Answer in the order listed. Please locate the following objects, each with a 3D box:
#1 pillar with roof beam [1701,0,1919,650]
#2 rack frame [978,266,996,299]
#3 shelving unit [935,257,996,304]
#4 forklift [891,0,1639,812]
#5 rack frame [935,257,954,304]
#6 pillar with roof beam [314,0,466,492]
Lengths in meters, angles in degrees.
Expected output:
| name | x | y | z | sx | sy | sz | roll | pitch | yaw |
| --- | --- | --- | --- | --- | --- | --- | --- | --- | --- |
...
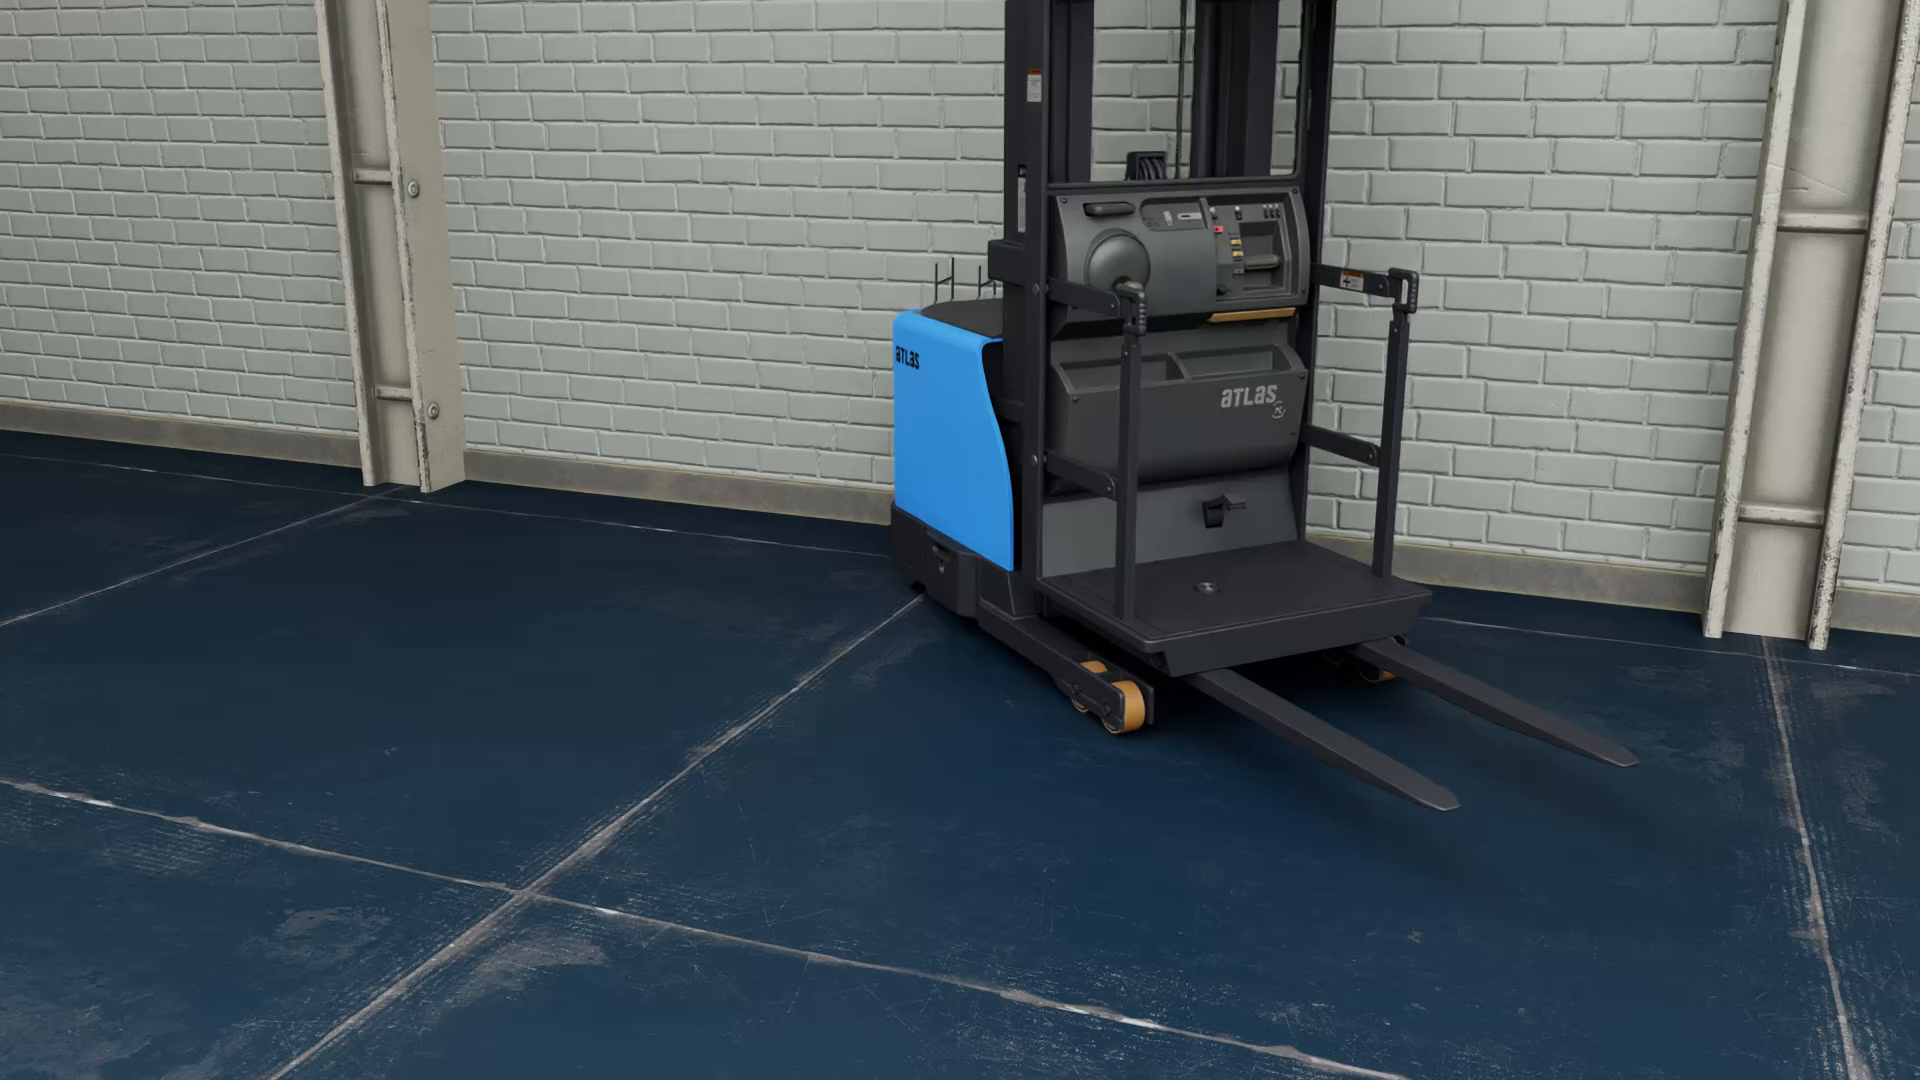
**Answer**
| name | x | y | z | sx | sy | sz | roll | pitch | yaw |
| --- | --- | --- | --- | --- | --- | --- | --- | --- | --- |
| pillar with roof beam | 1.335 | -2.878 | 0.947 | 0.400 | 9.000 | 9.100 | 6 | 17 | 21 |
| rack frame | 0.104 | -0.550 | 6.914 | 0.006 | 1.200 | 0.240 | 6 | 17 | 17 |
| shelving unit | 0.017 | -0.559 | 6.940 | 0.189 | 1.200 | 0.258 | 6 | 17 | 17 |
| forklift | 0.825 | -0.949 | 5.186 | 1.130 | 2.935 | 3.031 | -8 | 18 | -25 |
| rack frame | -0.071 | -0.568 | 6.966 | 0.006 | 1.200 | 0.240 | 6 | 17 | 17 |
| pillar with roof beam | -4.246 | -3.492 | 3.061 | 0.400 | 9.000 | 9.100 | 6 | 17 | 21 |
